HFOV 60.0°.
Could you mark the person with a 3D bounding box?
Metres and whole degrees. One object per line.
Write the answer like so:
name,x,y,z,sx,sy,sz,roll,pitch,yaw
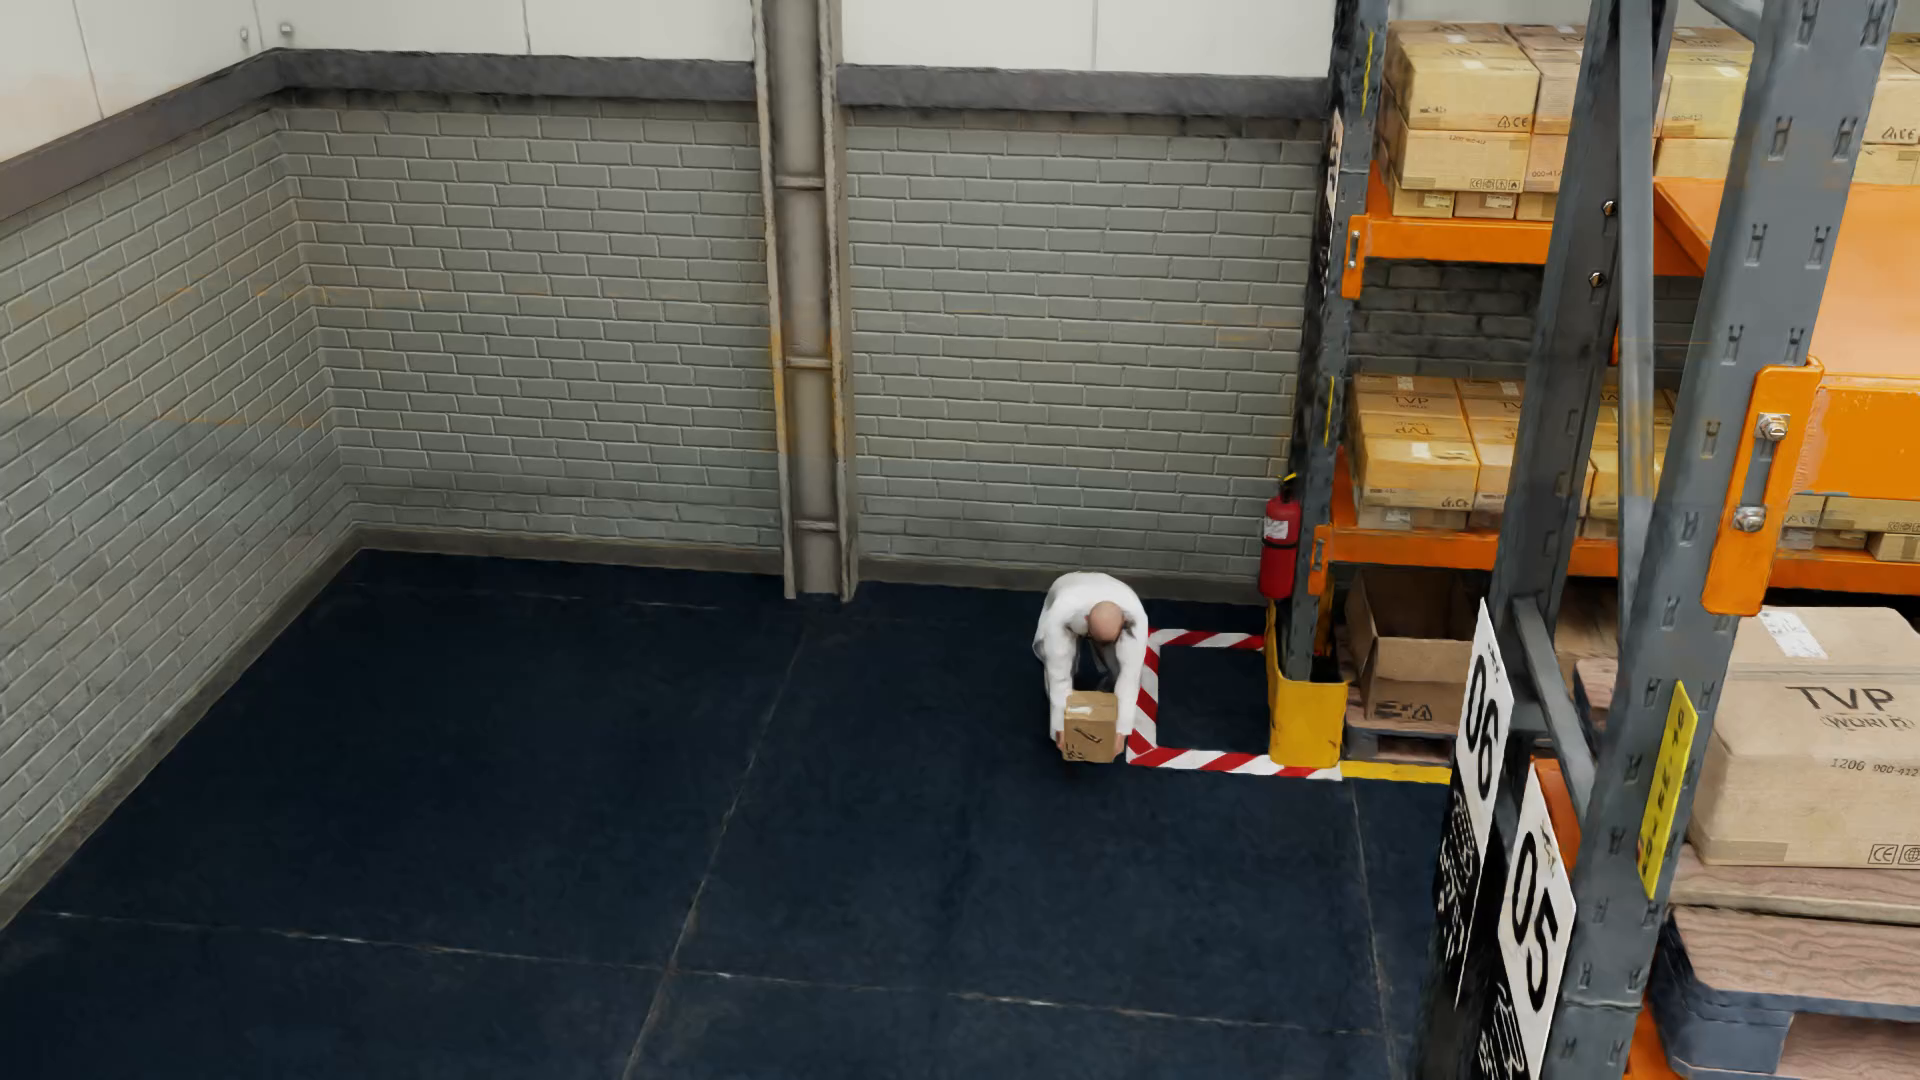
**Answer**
person,0.657,0.591,8.358,0.581,1.001,0.958,0,28,0
